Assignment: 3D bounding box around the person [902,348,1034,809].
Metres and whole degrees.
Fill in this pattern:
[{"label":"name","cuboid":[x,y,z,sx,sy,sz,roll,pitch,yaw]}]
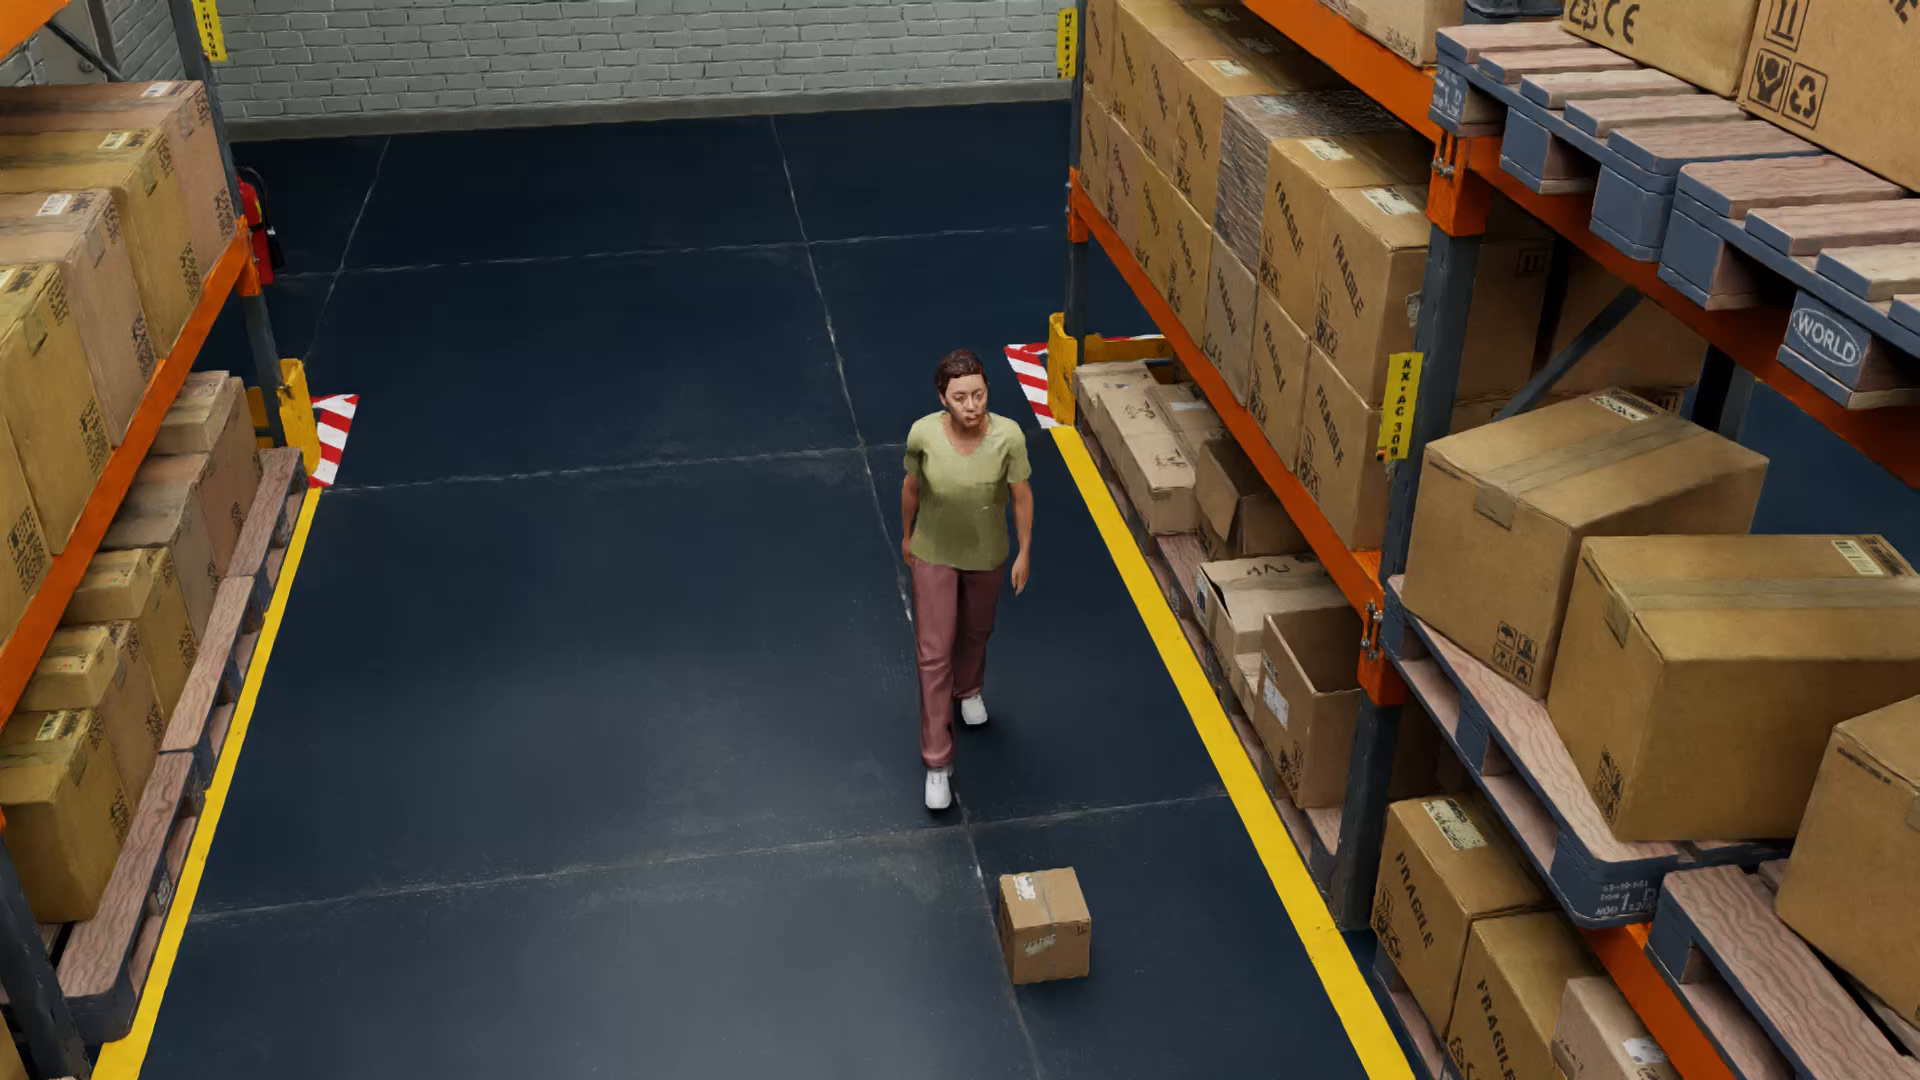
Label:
[{"label":"person","cuboid":[0.037,0.091,5.972,0.463,1.636,0.812,-3,31,-5]}]
